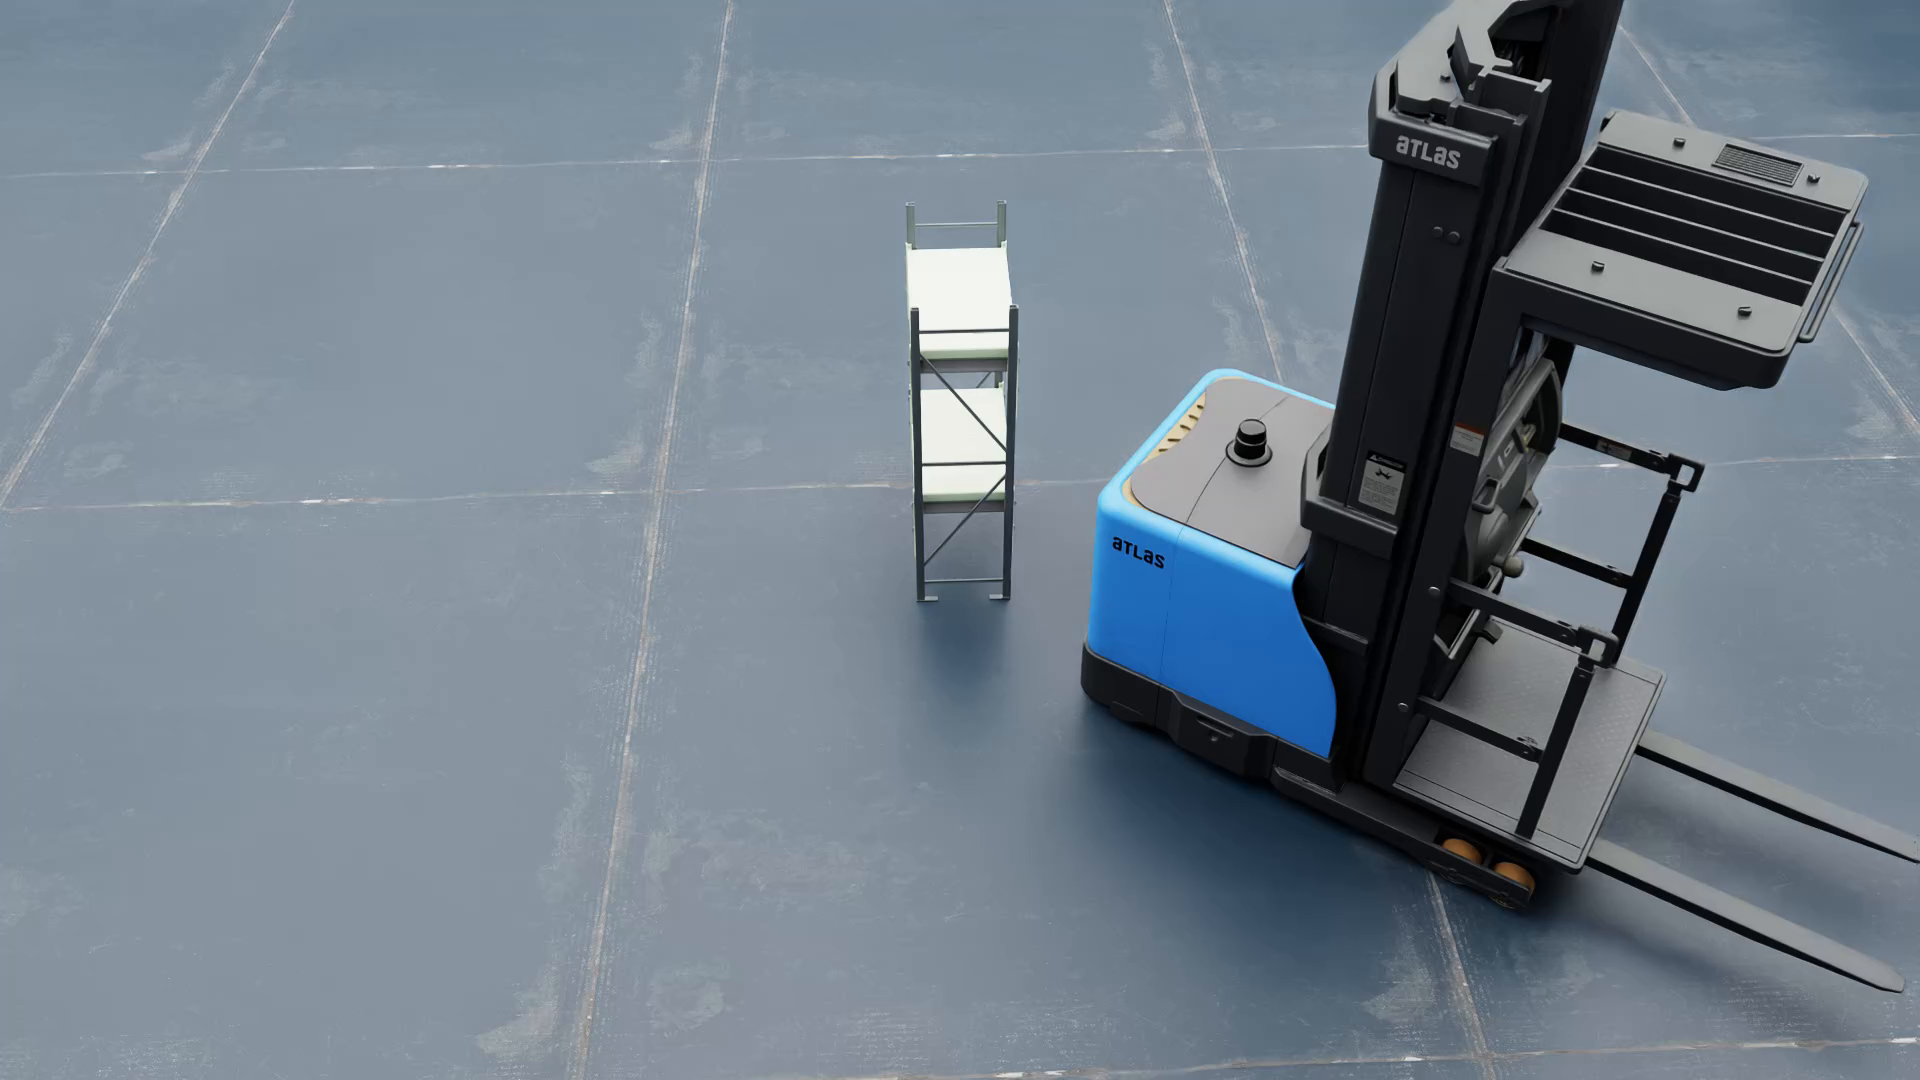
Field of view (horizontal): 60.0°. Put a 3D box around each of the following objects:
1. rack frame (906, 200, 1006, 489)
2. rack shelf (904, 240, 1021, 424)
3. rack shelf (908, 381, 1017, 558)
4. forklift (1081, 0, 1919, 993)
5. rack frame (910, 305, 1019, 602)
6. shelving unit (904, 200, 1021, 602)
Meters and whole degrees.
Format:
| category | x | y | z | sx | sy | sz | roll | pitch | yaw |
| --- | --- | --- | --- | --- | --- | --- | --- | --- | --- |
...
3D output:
| category | x | y | z | sx | sy | sz | roll | pitch | yaw |
| --- | --- | --- | --- | --- | --- | --- | --- | --- | --- |
| rack frame | -0.015 | -0.795 | 7.158 | 0.400 | 1.500 | 0.023 | -2 | 43 | -2 |
| rack shelf | 0.000 | -0.836 | 6.624 | 0.431 | 0.370 | 0.720 | -2 | 43 | -2 |
| rack shelf | 0.000 | -0.308 | 7.108 | 0.431 | 0.370 | 0.720 | -2 | 43 | -2 |
| forklift | 1.999 | -0.176 | 5.423 | 3.031 | 2.935 | 1.130 | 24 | 48 | 24 |
| rack frame | 0.016 | -0.301 | 6.618 | 0.400 | 1.500 | 0.023 | -2 | 43 | -2 |
| shelving unit | 0.000 | -0.548 | 6.888 | 0.431 | 1.500 | 0.755 | -2 | 43 | -2 |
